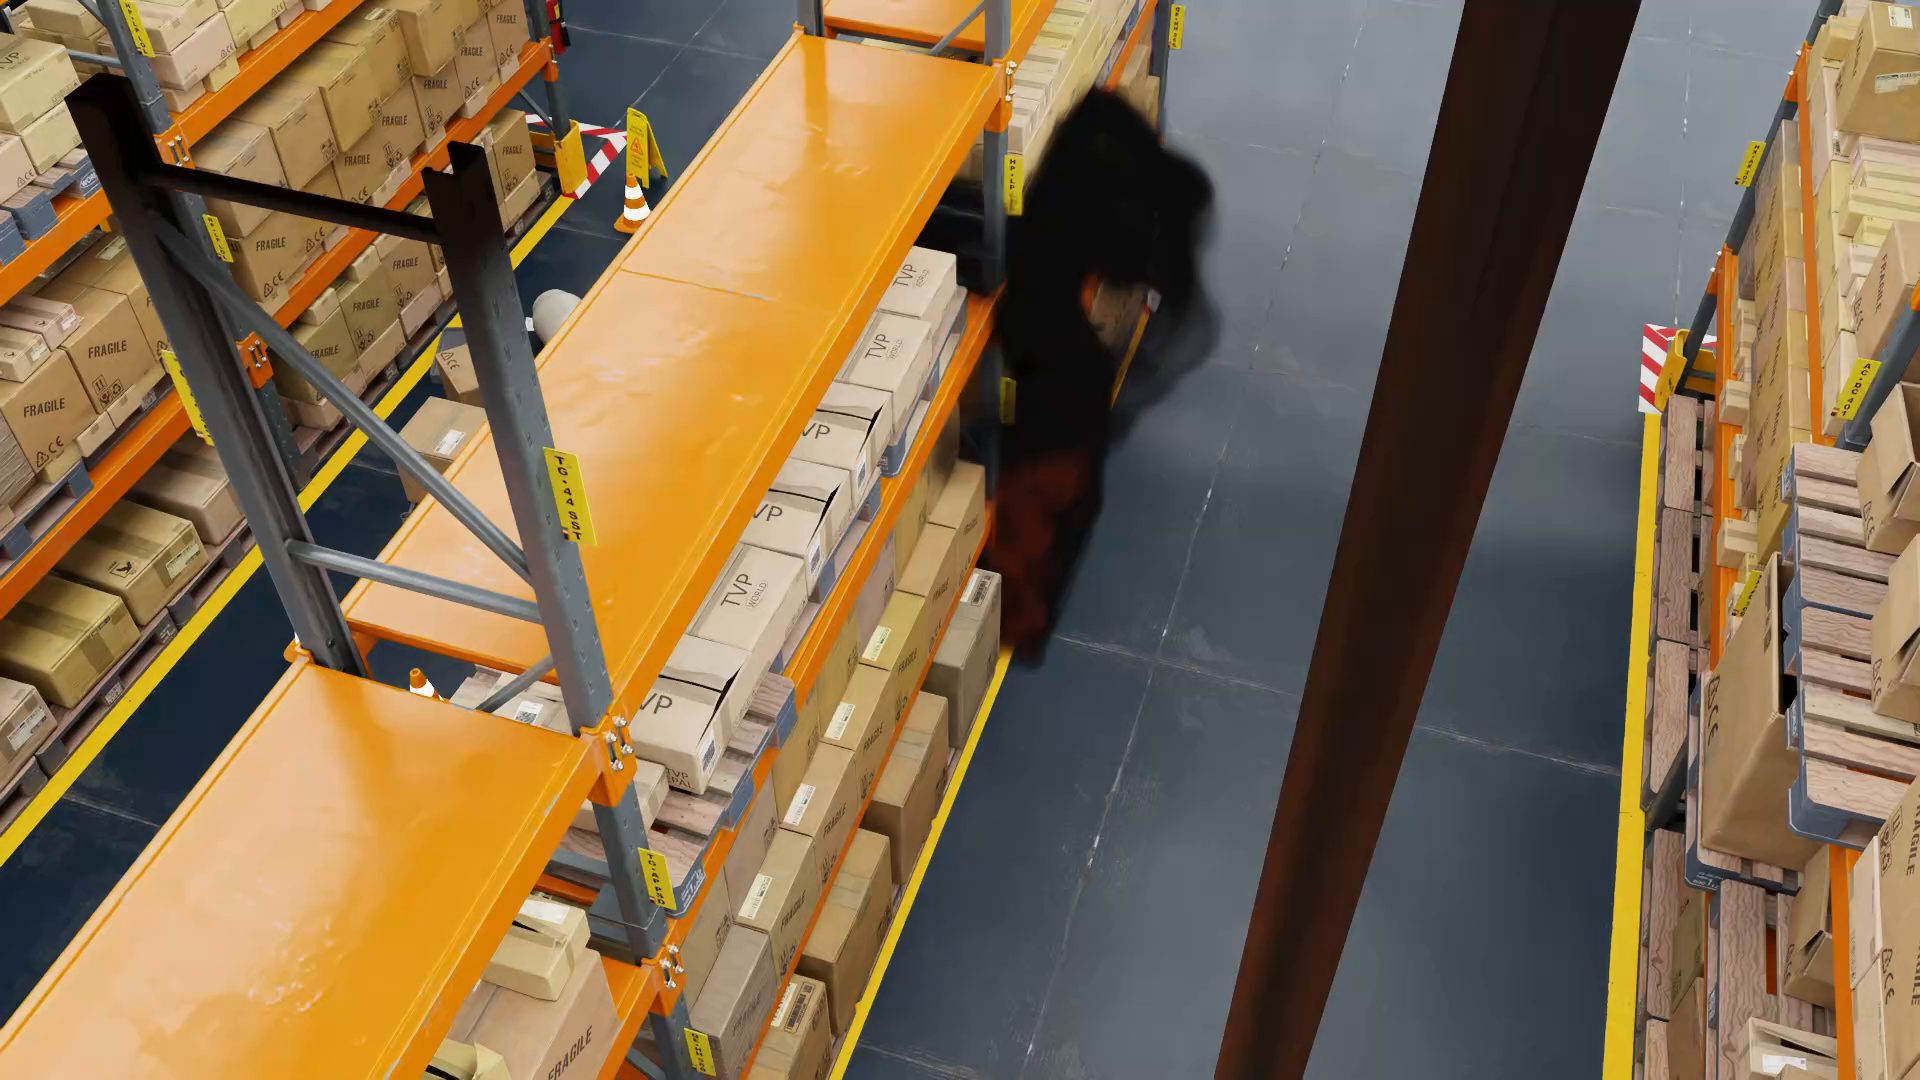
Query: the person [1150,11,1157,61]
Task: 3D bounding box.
[{"bbox_3d":[1.604,-5.074,15.063,0.649,1.587,0.958,-13,47,-13],"label":"person"}]
